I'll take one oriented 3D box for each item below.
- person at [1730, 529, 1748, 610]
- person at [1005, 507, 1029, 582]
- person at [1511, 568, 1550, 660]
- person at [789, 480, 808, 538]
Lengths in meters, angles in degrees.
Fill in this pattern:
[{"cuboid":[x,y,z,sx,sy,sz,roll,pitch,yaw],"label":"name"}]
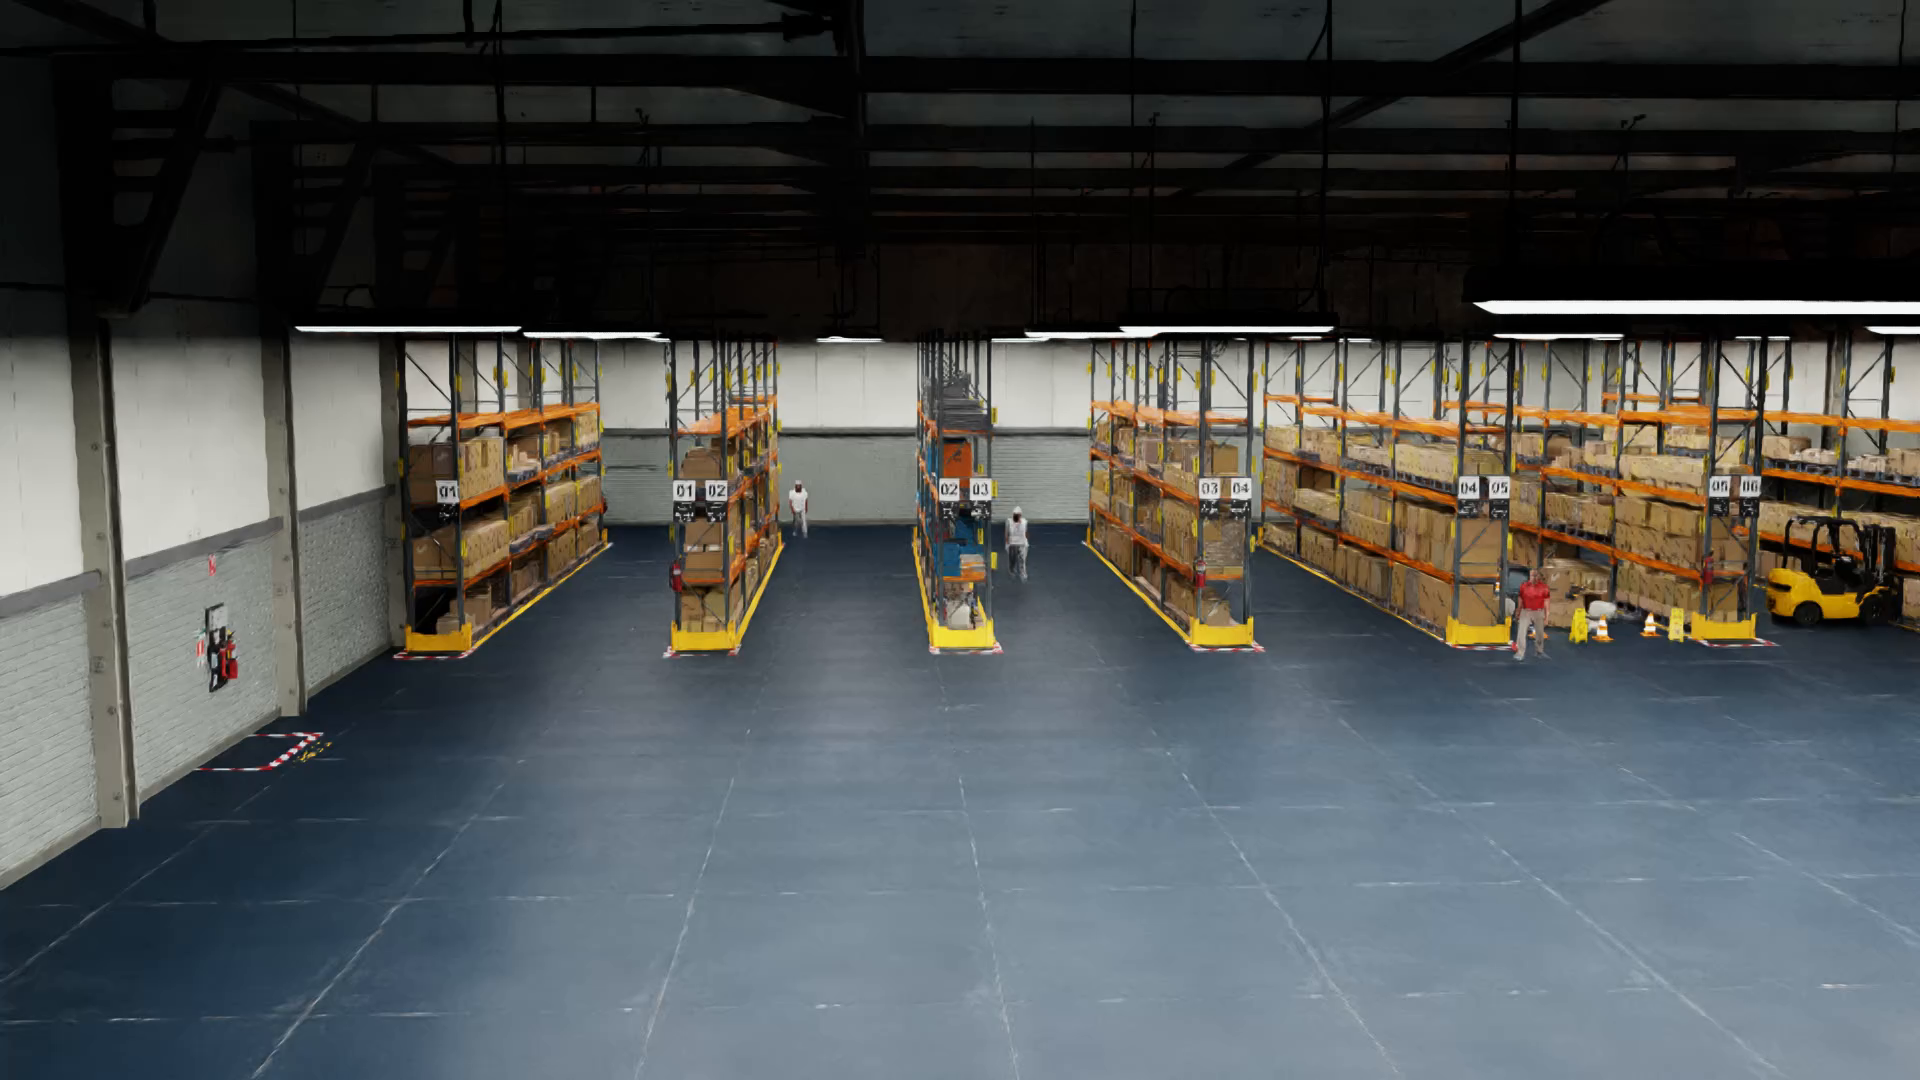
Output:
[{"cuboid":[16.782,0.618,35.974,0.576,1.718,0.626,4,8,28],"label":"person"},{"cuboid":[1.308,0.074,38.300,0.566,1.705,1.116,0,7,-1],"label":"person"},{"cuboid":[10.371,1.340,30.124,0.586,1.678,0.951,3,7,25],"label":"person"},{"cuboid":[-4.785,-0.936,49.251,0.569,1.709,1.034,-1,7,-12],"label":"person"}]
